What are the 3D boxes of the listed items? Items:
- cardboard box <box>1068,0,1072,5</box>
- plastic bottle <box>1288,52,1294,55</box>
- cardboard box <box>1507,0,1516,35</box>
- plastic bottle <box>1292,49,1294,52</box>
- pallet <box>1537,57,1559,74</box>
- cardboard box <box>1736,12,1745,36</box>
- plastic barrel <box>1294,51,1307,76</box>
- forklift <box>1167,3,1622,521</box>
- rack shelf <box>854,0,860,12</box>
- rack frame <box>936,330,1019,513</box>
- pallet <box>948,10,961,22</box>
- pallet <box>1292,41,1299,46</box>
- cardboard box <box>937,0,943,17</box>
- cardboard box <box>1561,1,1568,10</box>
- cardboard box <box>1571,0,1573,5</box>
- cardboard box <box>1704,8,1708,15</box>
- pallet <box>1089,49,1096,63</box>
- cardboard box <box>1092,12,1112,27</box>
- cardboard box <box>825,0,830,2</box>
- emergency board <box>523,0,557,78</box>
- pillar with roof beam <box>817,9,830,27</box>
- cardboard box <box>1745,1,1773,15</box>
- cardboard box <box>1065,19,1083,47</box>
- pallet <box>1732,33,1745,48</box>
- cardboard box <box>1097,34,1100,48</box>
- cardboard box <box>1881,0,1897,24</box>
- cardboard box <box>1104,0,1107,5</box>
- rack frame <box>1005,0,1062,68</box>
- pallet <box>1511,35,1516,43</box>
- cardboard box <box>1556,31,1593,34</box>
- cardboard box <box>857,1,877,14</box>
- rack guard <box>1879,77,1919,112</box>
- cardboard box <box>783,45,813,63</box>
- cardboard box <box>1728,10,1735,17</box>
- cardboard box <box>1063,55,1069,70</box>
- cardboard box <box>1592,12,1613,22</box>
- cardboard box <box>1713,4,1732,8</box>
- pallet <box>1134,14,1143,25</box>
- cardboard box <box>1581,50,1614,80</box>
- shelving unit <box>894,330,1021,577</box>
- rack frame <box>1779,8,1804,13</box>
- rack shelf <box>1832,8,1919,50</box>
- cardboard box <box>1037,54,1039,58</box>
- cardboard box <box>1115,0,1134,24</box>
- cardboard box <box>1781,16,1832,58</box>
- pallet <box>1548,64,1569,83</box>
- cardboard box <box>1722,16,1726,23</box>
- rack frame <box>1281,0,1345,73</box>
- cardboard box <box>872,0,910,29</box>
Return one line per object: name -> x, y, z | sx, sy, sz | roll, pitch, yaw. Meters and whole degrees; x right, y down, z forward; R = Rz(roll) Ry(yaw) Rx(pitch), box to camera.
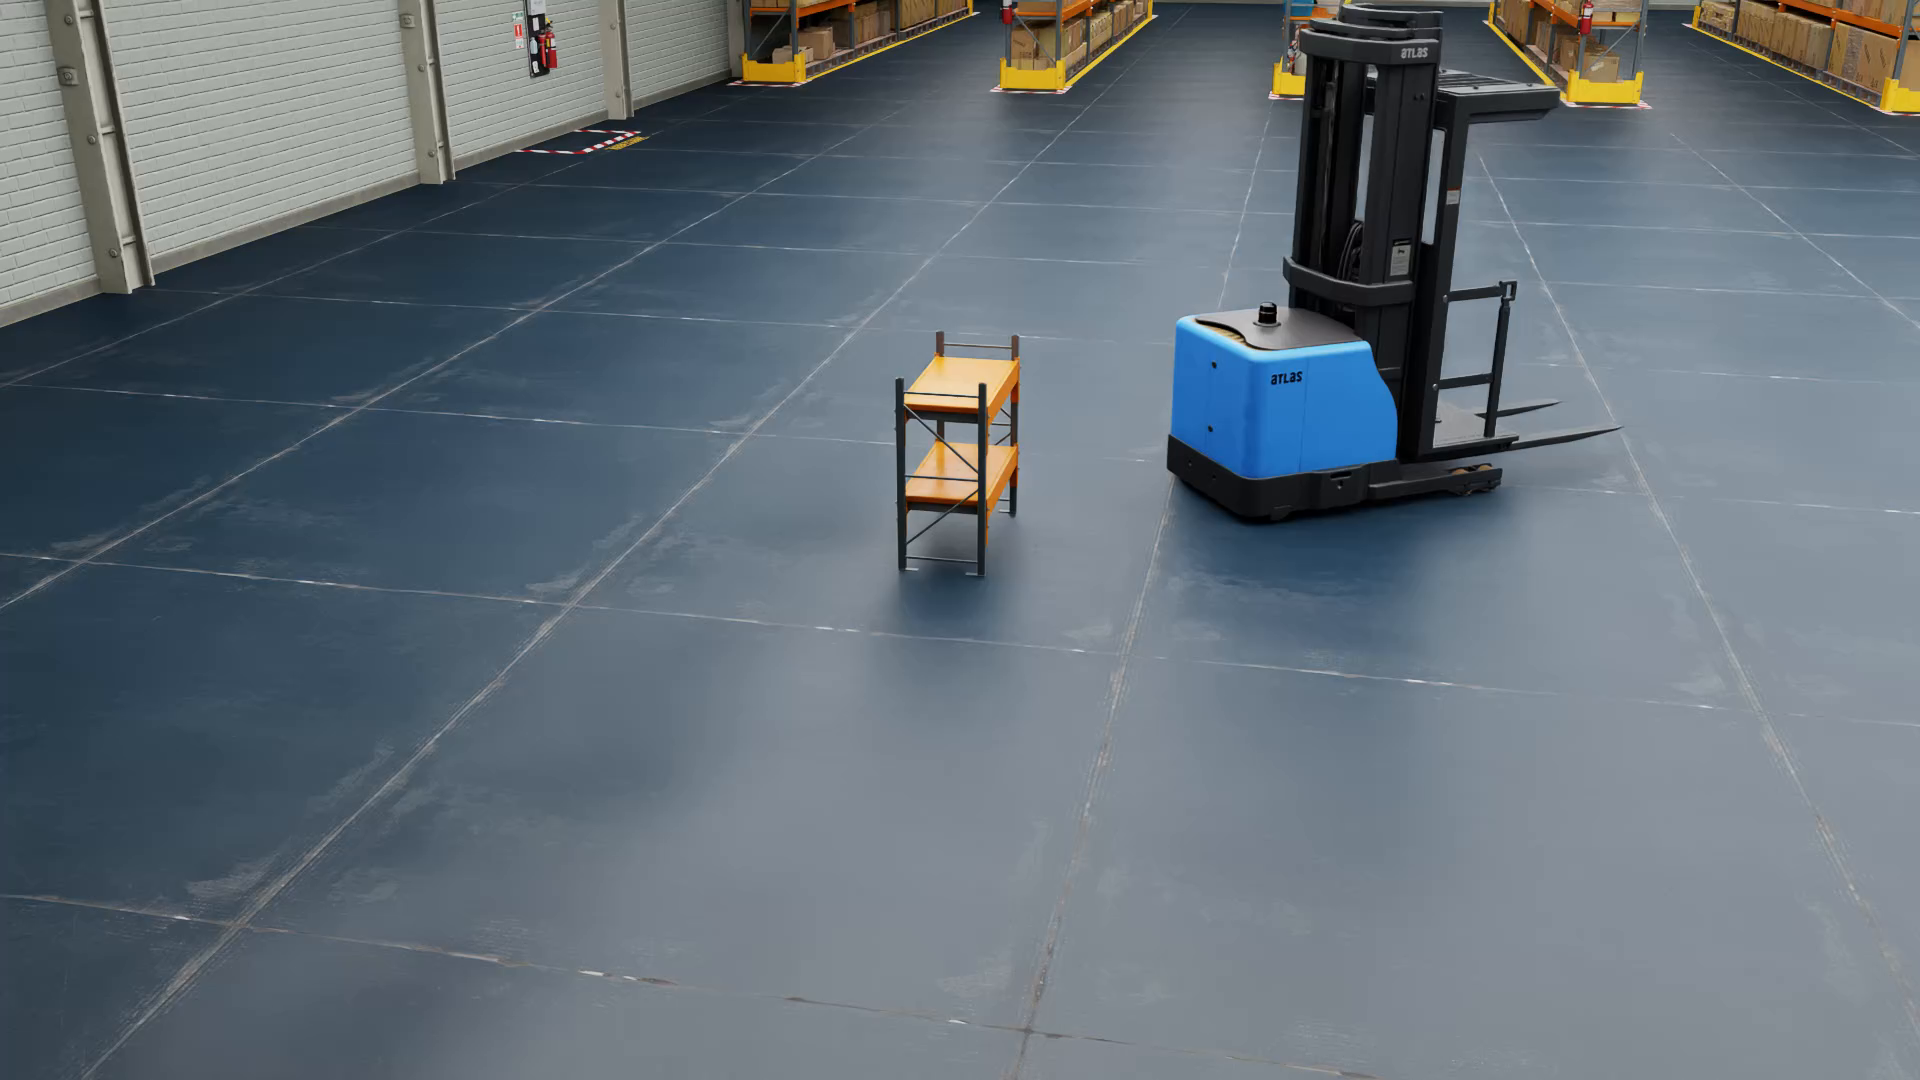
cardboard box -> 1.749, -10.448, 31.646 | 0.700, 0.500, 0.500 | 5, 23, 13
plastic bottle -> 6.228, -9.073, 31.423 | 0.152, 0.276, 0.135 | 4, 22, 9
cardboard box -> 13.181, -11.944, 37.777 | 1.225, 0.875, 0.875 | 4, 22, 9
plastic bottle -> 6.389, -9.298, 31.989 | 0.097, 0.271, 0.097 | 0, 22, 0
pallet -> 11.998, -9.363, 32.819 | 1.003, 0.211, 1.213 | 4, 22, 11
cardboard box -> 17.898, -11.667, 37.592 | 0.500, 0.500, 0.500 | 5, 23, 13
plastic barrel -> 6.235, -8.573, 29.894 | 0.421, 0.512, 0.421 | 0, 22, 0
forklift -> 2.913, -1.813, 10.432 | 3.031, 2.935, 1.130 | -9, 23, -20
rack shelf -> -2.298, -11.902, 36.354 | 1.077, 0.370, 4.000 | 4, 22, 11
rack frame -> 0.105, -0.710, 10.111 | 0.500, 1.125, 0.032 | 4, 22, 11
pallet -> -0.596, -13.856, 43.976 | 1.003, 0.211, 1.213 | 4, 22, 11
pallet -> 7.612, -10.638, 35.985 | 1.003, 0.211, 1.213 | 4, 22, 11
cardboard box -> -0.821, -13.731, 42.716 | 0.700, 0.500, 0.500 | 5, 22, 12
cardboard box -> 11.282, -9.835, 30.594 | 0.380, 0.149, 0.250 | 4, 22, 11
cardboard box -> 11.293, -9.664, 29.301 | 0.875, 0.500, 0.500 | 4, 22, 11
cardboard box -> 18.655, -13.088, 41.190 | 0.380, 0.149, 0.250 | 4, 22, 11
pallet -> 2.256, -10.107, 34.666 | 1.003, 0.211, 1.213 | 4, 22, 11
cardboard box -> 3.094, -11.560, 36.910 | 0.500, 0.311, 0.500 | 5, 22, 12
cardboard box -> -2.805, -10.697, 32.573 | 0.500, 0.250, 0.500 | 5, 22, 11
emergency board -> -5.993, -7.268, 23.885 | 0.194, 1.169, 0.643 | 4, 22, 11
pillar with roof beam -> 1.212, -15.012, 35.083 | 9.100, 9.000, 0.400 | 4, 22, 11
cardboard box -> 17.793, -11.820, 36.968 | 0.500, 0.250, 0.500 | 5, 22, 12
cardboard box -> 2.150, -10.027, 32.850 | 0.500, 0.500, 0.500 | 4, 22, 11
pallet -> 18.151, -11.304, 37.638 | 1.003, 0.211, 1.213 | 4, 22, 11
cardboard box -> 2.677, -10.553, 35.159 | 0.500, 0.250, 0.500 | 4, 22, 9
cardboard box -> 15.982, -8.905, 27.749 | 0.875, 0.550, 0.550 | 4, 22, 11
cardboard box -> 3.235, -12.922, 39.677 | 0.500, 0.250, 0.500 | 5, 22, 11
rack frame -> 1.328, -9.665, 29.837 | 1.000, 3.000, 0.127 | 4, 22, 11
pallet -> 13.390, -11.716, 38.661 | 1.003, 0.211, 1.213 | 4, 22, 11
cardboard box -> 12.103, -9.812, 32.959 | 0.700, 0.500, 0.500 | 4, 22, 11
cardboard box -> -2.164, -11.889, 37.111 | 0.500, 0.250, 0.500 | 5, 22, 12
rack guard -> 15.855, -7.325, 27.373 | 1.175, 0.500, 0.348 | 4, 22, 11
cardboard box -> -3.177, -9.453, 32.320 | 0.500, 0.311, 0.500 | 6, 23, 15
cardboard box -> 18.139, -12.277, 38.780 | 0.380, 0.149, 0.250 | 5, 22, 12
cardboard box -> 1.753, -8.947, 31.172 | 0.500, 0.250, 0.500 | 4, 22, 11
cardboard box -> 10.881, -8.912, 28.303 | 0.380, 0.149, 0.250 | 4, 22, 11
cardboard box -> 18.534, -12.938, 40.420 | 0.380, 0.149, 0.250 | 5, 23, 13
pallet -> 4.164, -13.459, 42.989 | 1.003, 0.211, 1.213 | 4, 22, 11
cardboard box -> 11.257, -8.392, 29.460 | 0.500, 0.500, 0.500 | 11, 24, 25
shelving unit -> 0.001, -0.524, 9.650 | 0.538, 1.125, 1.048 | 4, 22, 11
rack frame -> 17.492, -11.419, 34.192 | 1.000, 3.000, 0.127 | 4, 22, 11
rack shelf -> 16.268, -8.891, 28.878 | 1.077, 0.370, 4.000 | 4, 22, 11
cardboard box -> 1.238, -8.987, 31.271 | 0.500, 0.250, 0.500 | 4, 22, 11
cardboard box -> 3.956, -12.896, 40.616 | 0.500, 0.500, 0.500 | 4, 22, 11
cardboard box -> 17.105, -10.035, 33.204 | 1.050, 0.750, 0.750 | 5, 22, 12
pallet -> 11.738, -8.830, 31.495 | 1.003, 0.211, 1.213 | 4, 22, 11
cardboard box -> 18.142, -12.231, 39.064 | 0.380, 0.149, 0.250 | 4, 22, 9
rack frame -> 6.176, -9.286, 28.896 | 1.000, 3.000, 0.127 | 4, 22, 11
cardboard box -> -1.612, -12.424, 39.002 | 0.750, 0.750, 0.750 | 4, 22, 10
